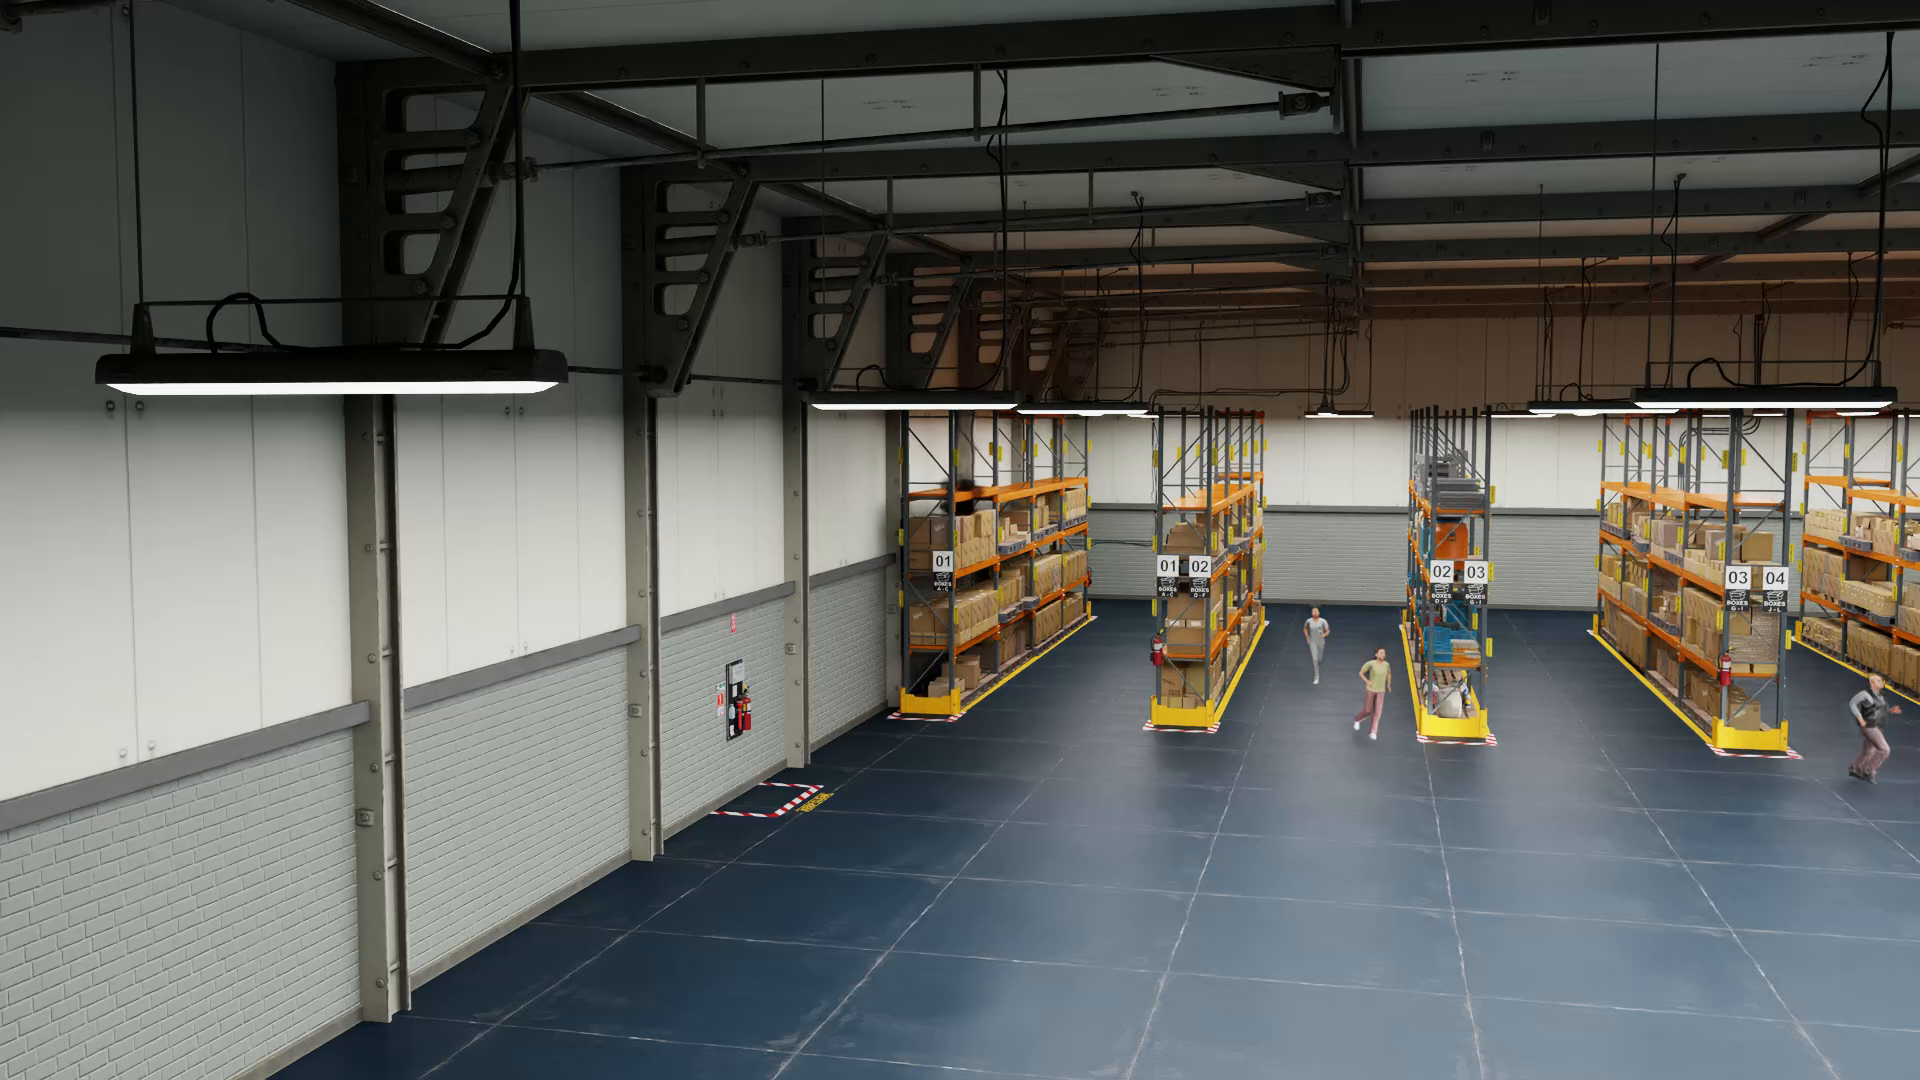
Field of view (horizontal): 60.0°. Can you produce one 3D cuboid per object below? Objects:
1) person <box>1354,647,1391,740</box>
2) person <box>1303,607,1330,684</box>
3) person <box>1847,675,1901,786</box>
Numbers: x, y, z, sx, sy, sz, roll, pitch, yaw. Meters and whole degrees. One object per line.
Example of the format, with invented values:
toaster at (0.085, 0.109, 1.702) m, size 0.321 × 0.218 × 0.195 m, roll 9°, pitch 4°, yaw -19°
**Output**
person at (7.553, 2.740, 30.123) m, size 0.635 × 1.623 × 0.887 m, roll -1°, pitch 4°, yaw -7°
person at (7.817, 2.289, 36.466) m, size 0.563 × 1.666 × 0.801 m, roll 1°, pitch 4°, yaw 10°
person at (14.423, 2.999, 26.236) m, size 0.628 × 1.762 × 0.734 m, roll -3°, pitch 5°, yaw -37°
